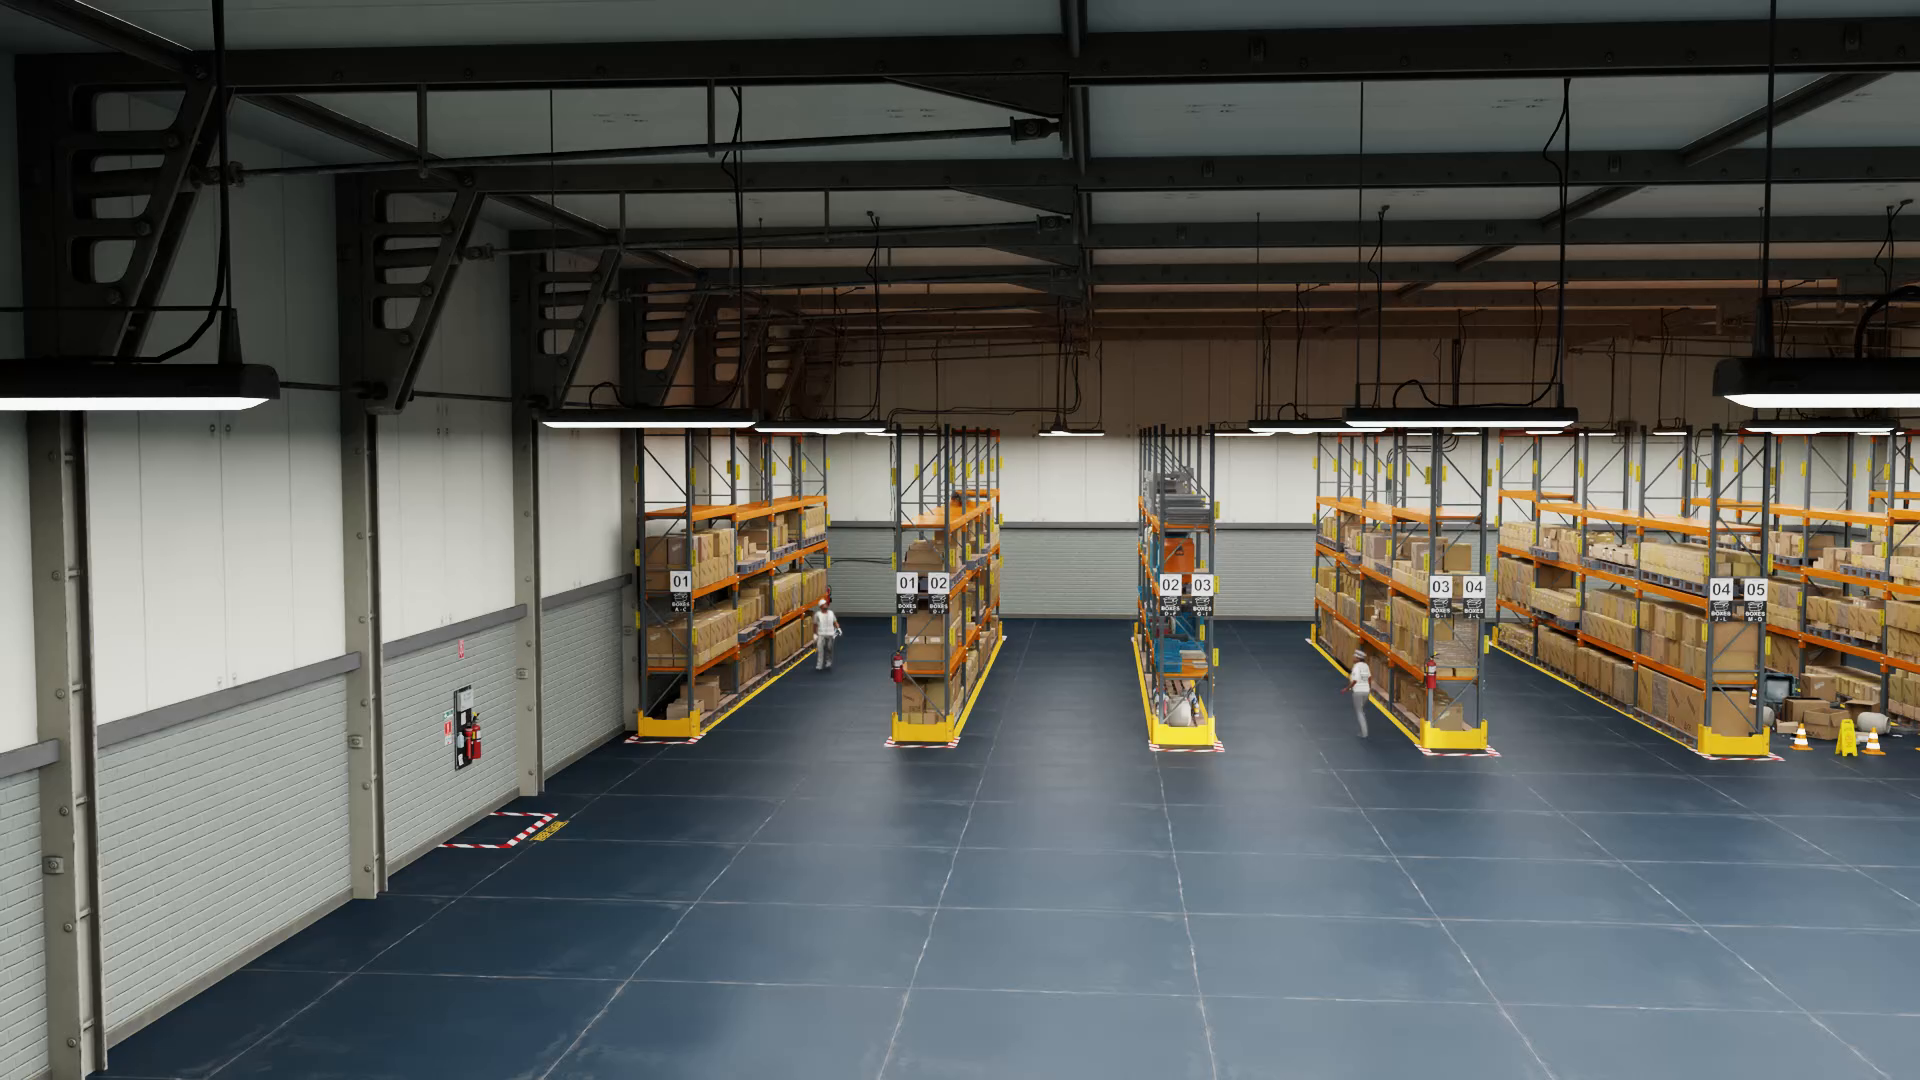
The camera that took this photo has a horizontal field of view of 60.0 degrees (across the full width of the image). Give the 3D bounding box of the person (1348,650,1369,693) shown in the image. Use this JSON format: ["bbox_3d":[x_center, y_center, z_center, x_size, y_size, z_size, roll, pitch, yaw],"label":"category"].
[{"bbox_3d":[7.666,2.521,31.986,0.410,0.830,0.374,-2,4,-30],"label":"person"}]

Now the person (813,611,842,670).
[{"bbox_3d":[-3.270,2.466,41.067,0.722,1.431,1.089,0,3,3],"label":"person"}]
